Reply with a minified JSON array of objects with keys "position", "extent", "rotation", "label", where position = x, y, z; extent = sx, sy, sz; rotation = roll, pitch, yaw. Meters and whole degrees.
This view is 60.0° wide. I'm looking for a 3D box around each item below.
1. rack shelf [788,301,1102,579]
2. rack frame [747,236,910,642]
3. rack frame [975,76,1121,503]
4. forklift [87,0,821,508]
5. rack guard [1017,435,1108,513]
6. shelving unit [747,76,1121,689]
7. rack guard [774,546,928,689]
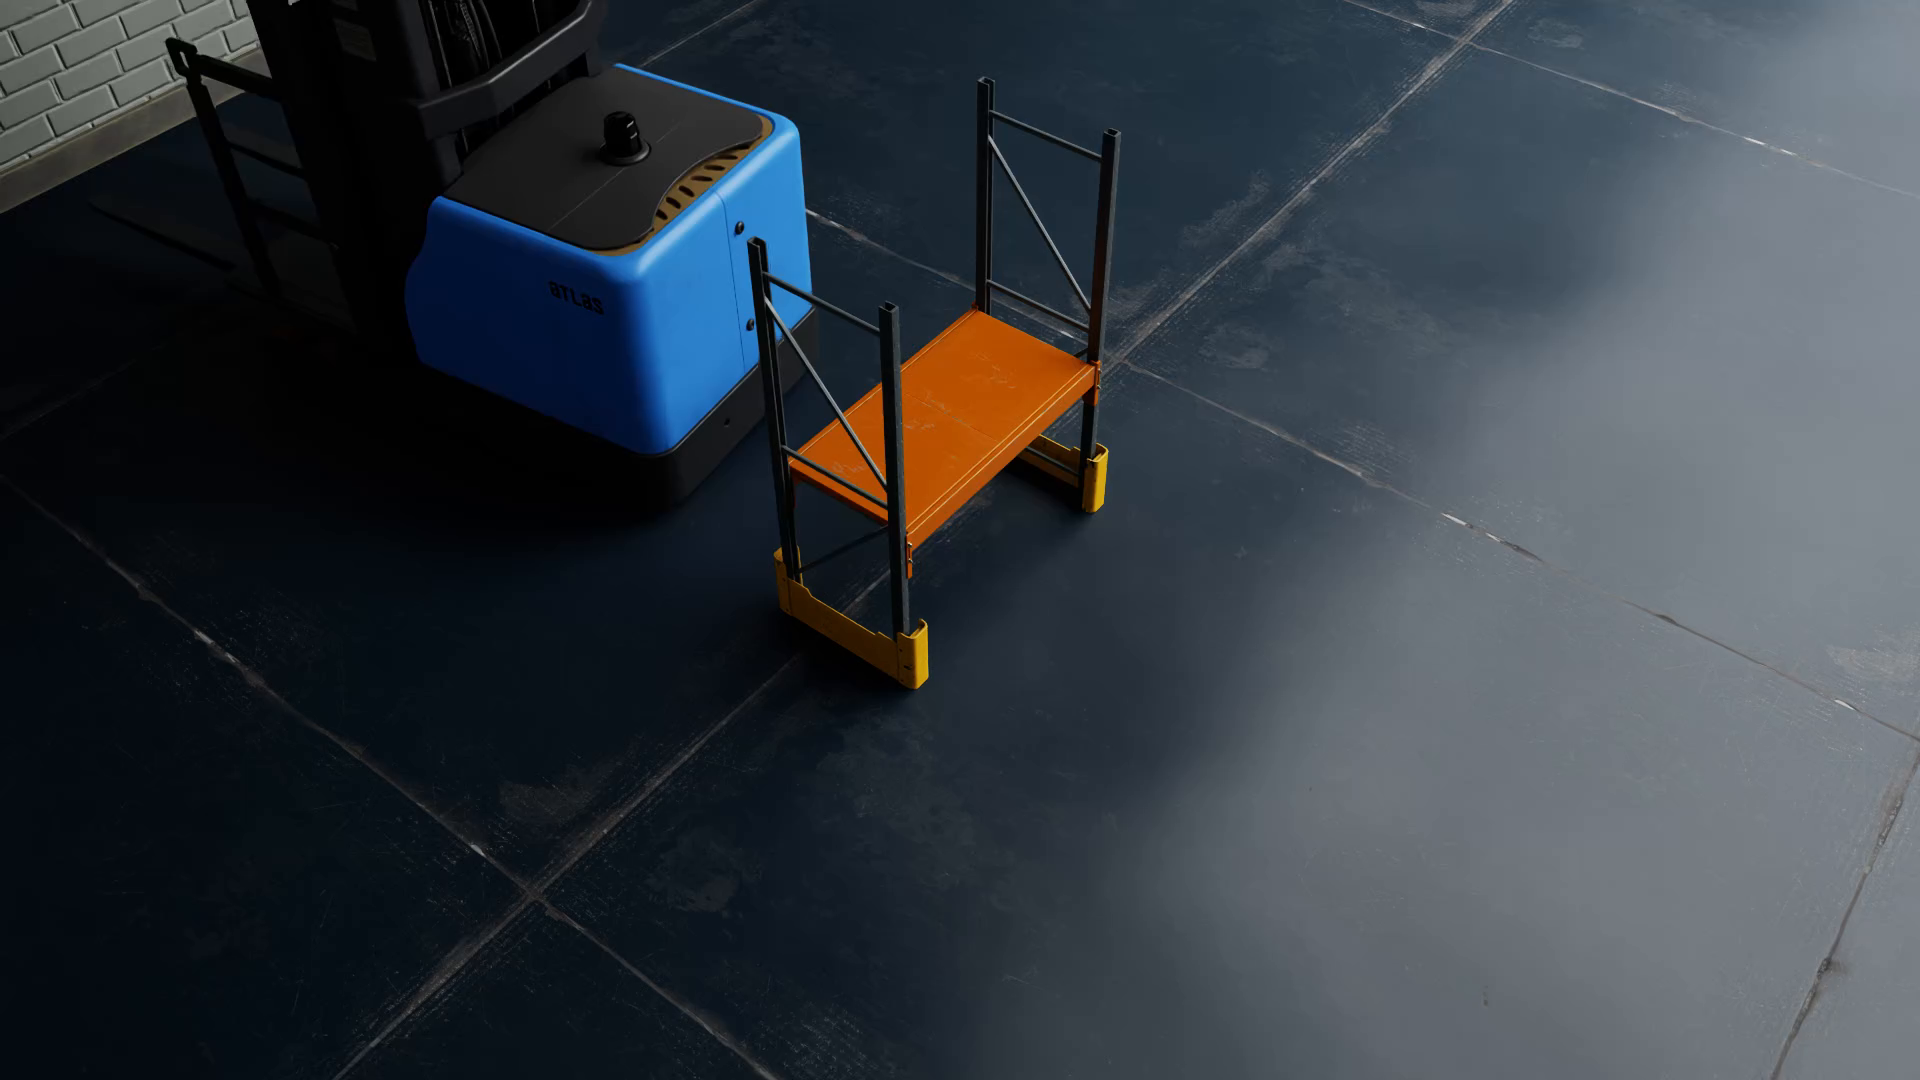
[{"position":[-0.052,-0.345,5.291],"extent":[0.538,0.185,1.000],"rotation":[29,53,25],"label":"rack shelf"},{"position":[-0.363,-0.178,4.883],"extent":[0.500,1.500,0.032],"rotation":[29,53,25],"label":"rack frame"},{"position":[0.259,-0.760,5.439],"extent":[0.500,1.500,0.032],"rotation":[29,53,25],"label":"rack frame"},{"position":[-2.068,-1.912,5.550],"extent":[3.031,2.935,1.130],"rotation":[22,50,20],"label":"forklift"},{"position":[0.258,-0.328,5.890],"extent":[0.587,0.250,0.087],"rotation":[29,53,25],"label":"rack guard"},{"position":[-0.047,-0.474,5.166],"extent":[0.587,1.500,1.083],"rotation":[29,53,25],"label":"shelving unit"},{"position":[-0.351,0.242,5.346],"extent":[0.587,0.250,0.087],"rotation":[29,53,25],"label":"rack guard"}]
